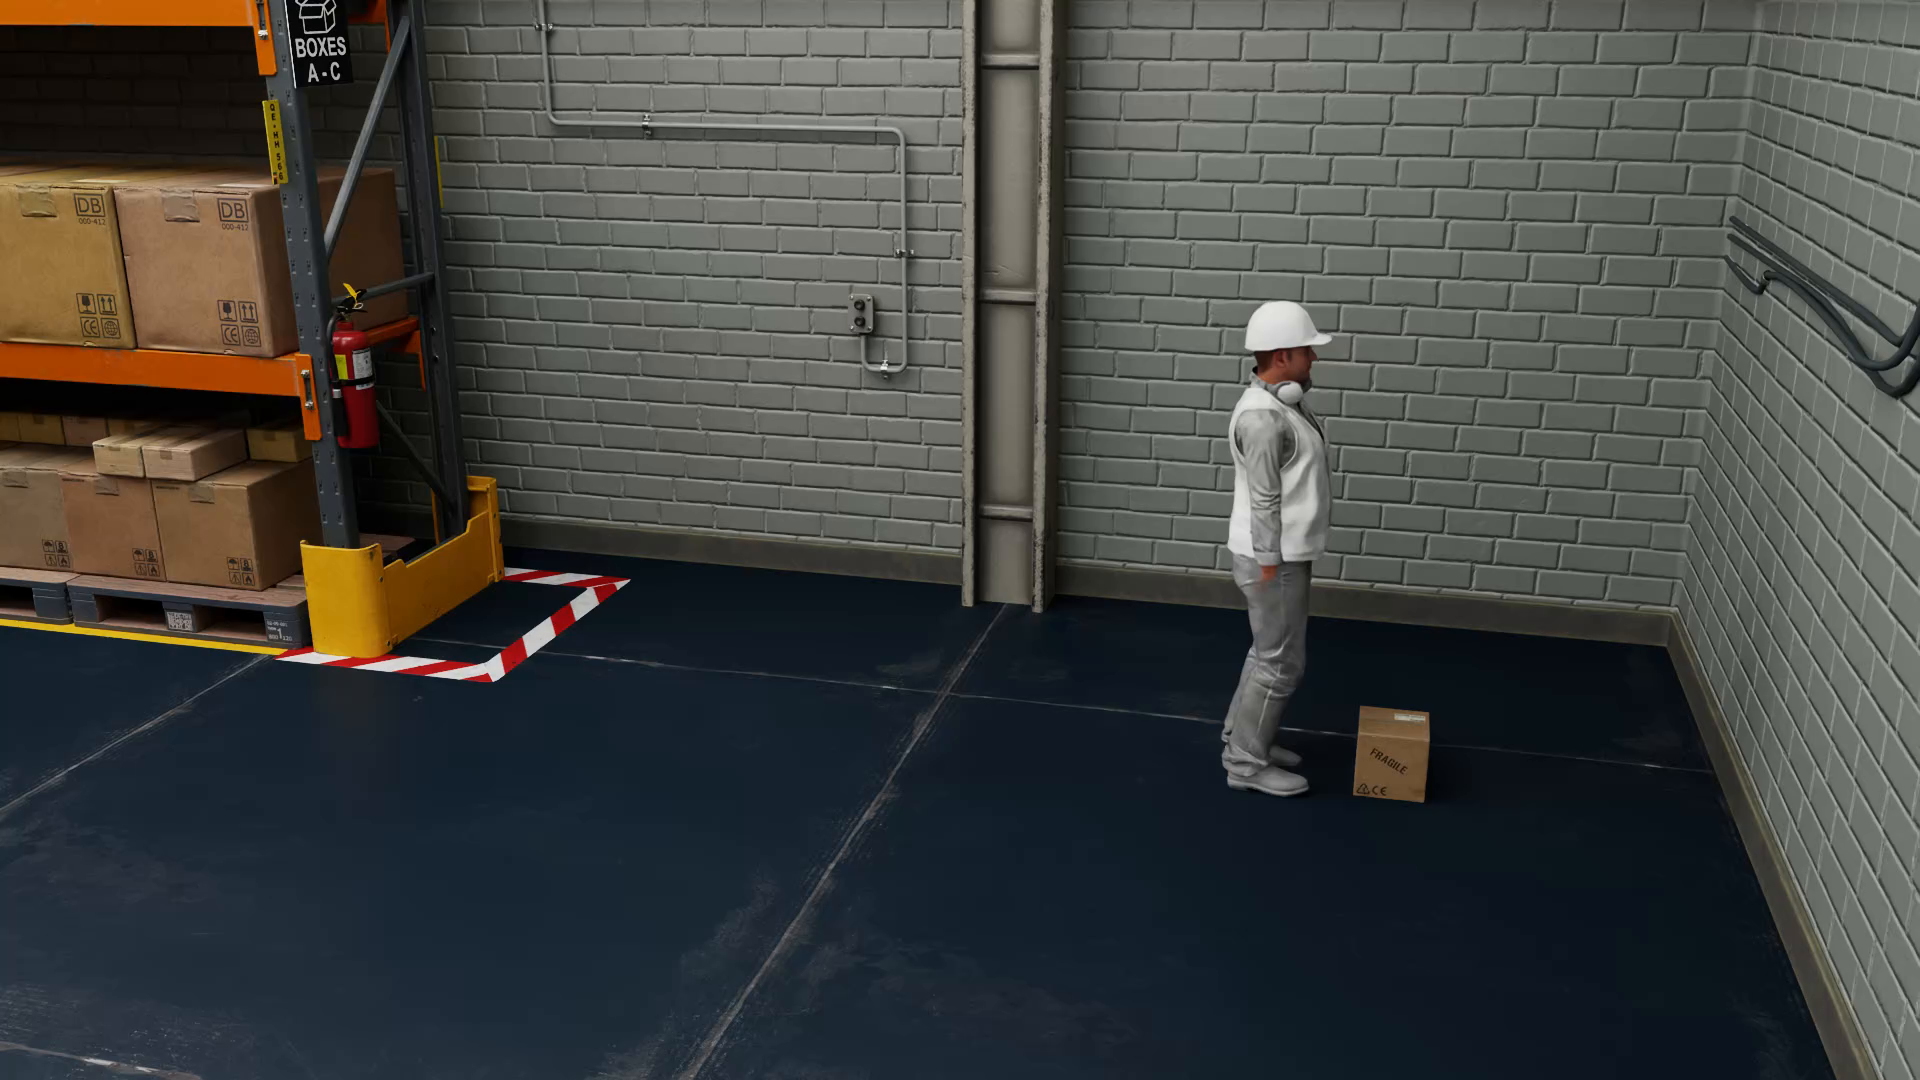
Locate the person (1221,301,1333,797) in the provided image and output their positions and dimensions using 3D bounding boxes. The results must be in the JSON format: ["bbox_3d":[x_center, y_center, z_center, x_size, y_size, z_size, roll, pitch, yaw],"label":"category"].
[{"bbox_3d":[1.137,0.035,5.961,0.361,1.788,0.532,5,19,15],"label":"person"}]
